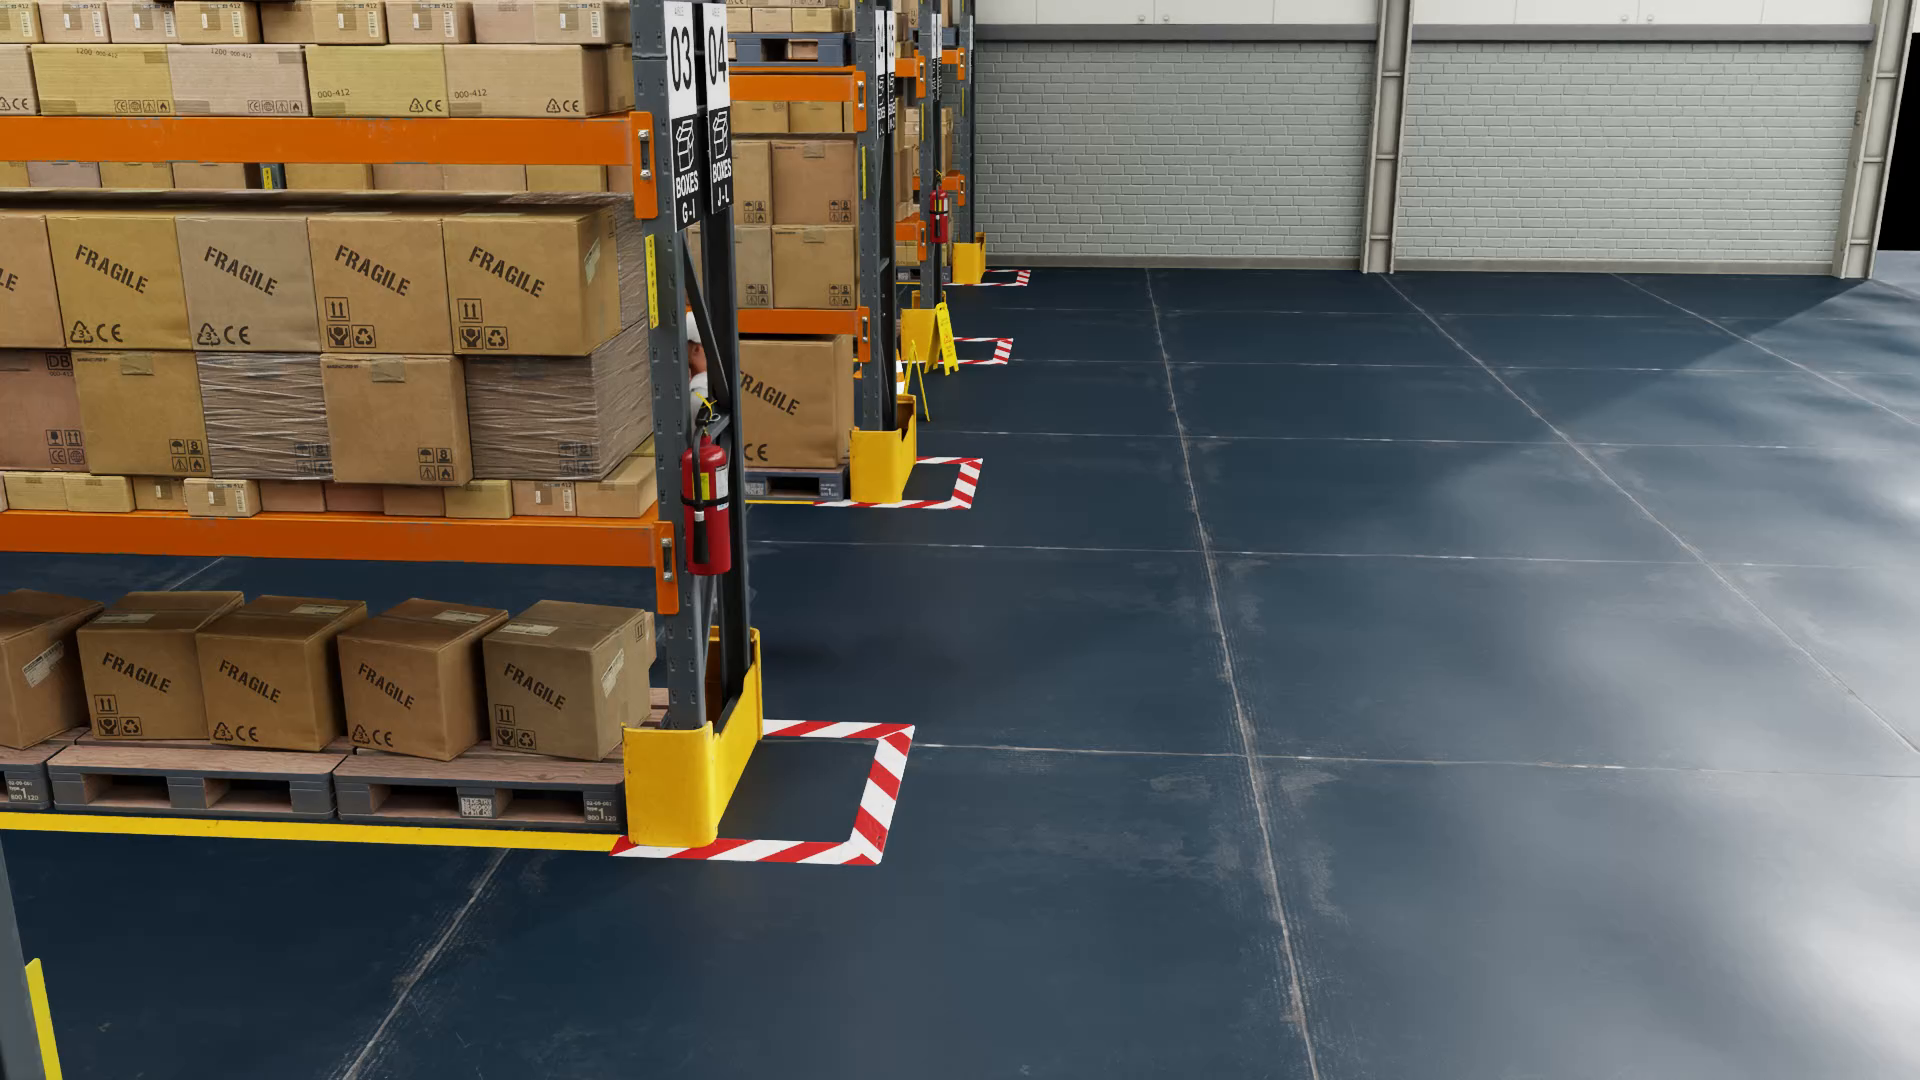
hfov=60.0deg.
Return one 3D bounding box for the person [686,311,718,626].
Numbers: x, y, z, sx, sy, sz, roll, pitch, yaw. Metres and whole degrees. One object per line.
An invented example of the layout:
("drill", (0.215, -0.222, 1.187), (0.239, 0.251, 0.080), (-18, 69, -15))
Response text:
("person", (-1.316, -0.257, 8.293), (0.461, 1.788, 0.606), (-1, 17, -4))
